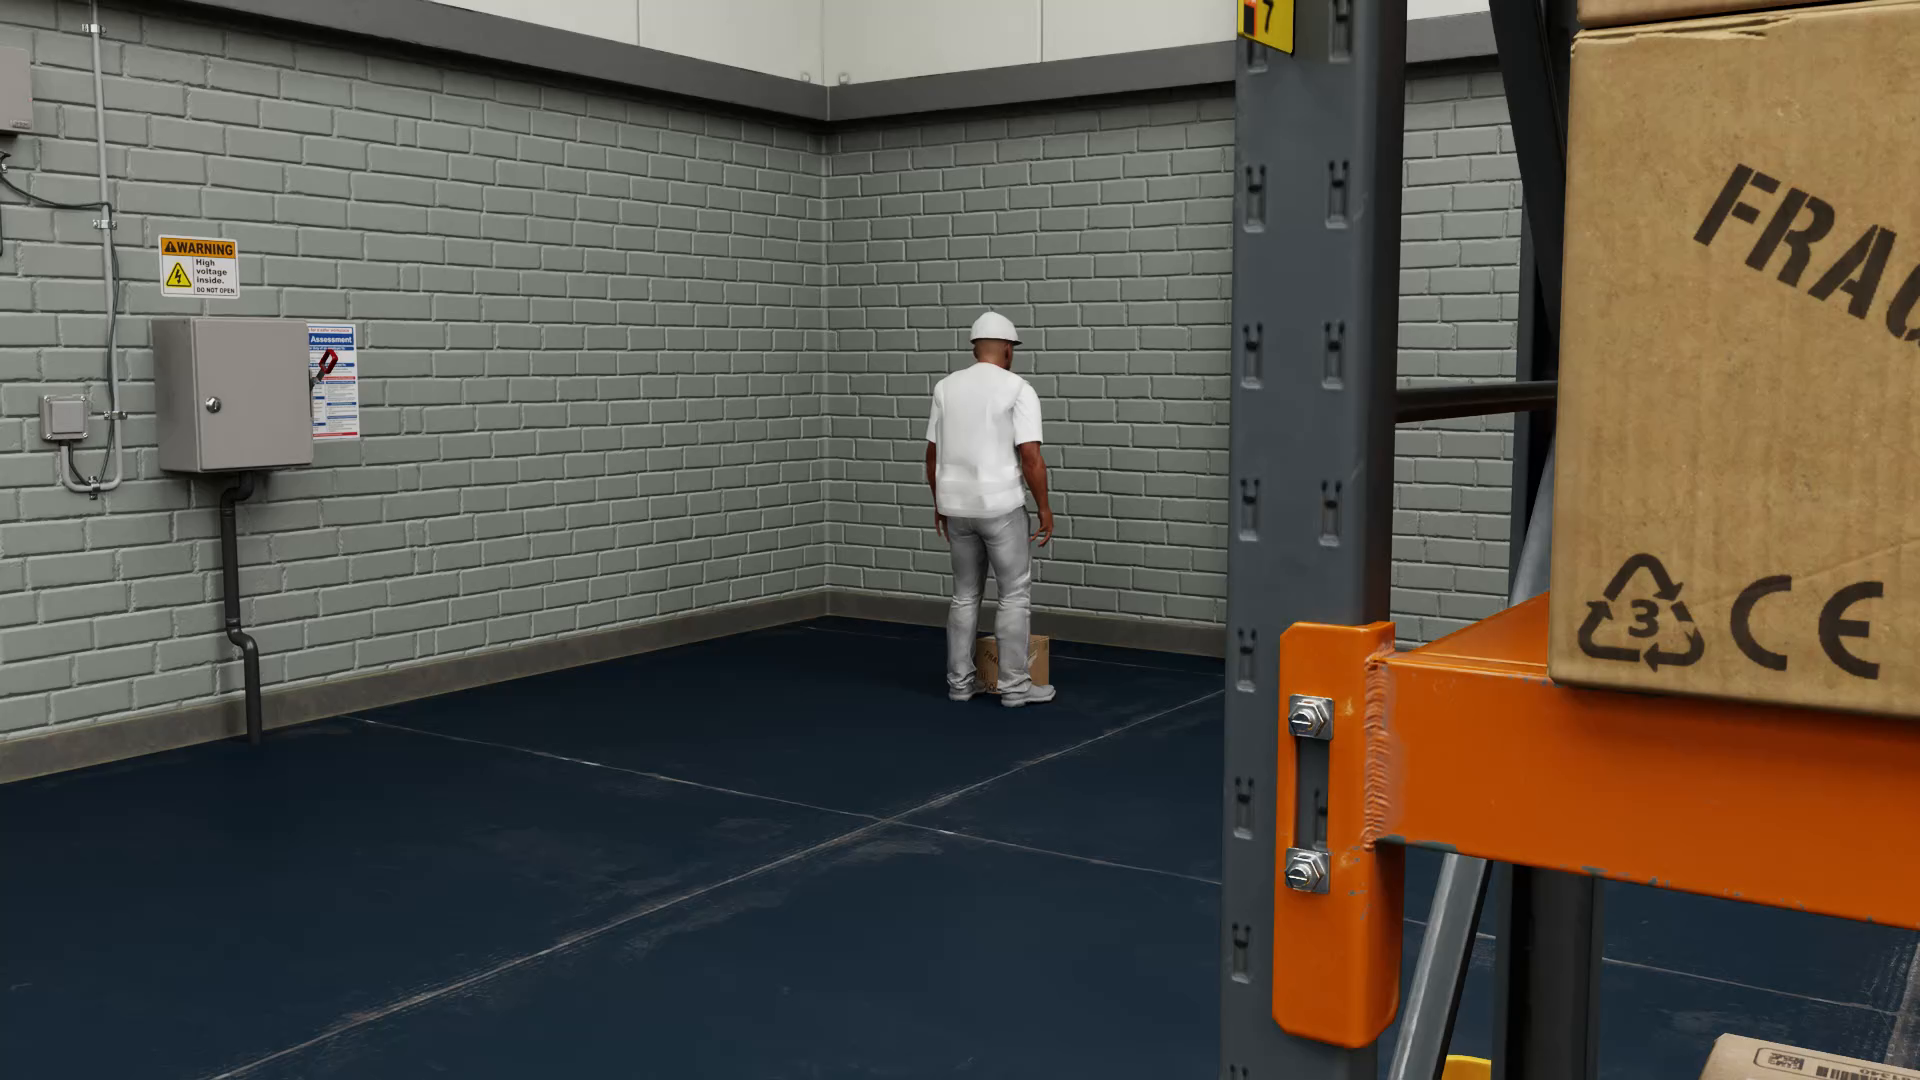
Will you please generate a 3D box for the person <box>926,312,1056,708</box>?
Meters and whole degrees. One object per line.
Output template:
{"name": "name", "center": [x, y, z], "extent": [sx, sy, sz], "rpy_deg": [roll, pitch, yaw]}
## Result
{"name": "person", "center": [0.135, -0.146, 7.526], "extent": [0.627, 1.761, 0.456], "rpy_deg": [4, 8, 34]}
